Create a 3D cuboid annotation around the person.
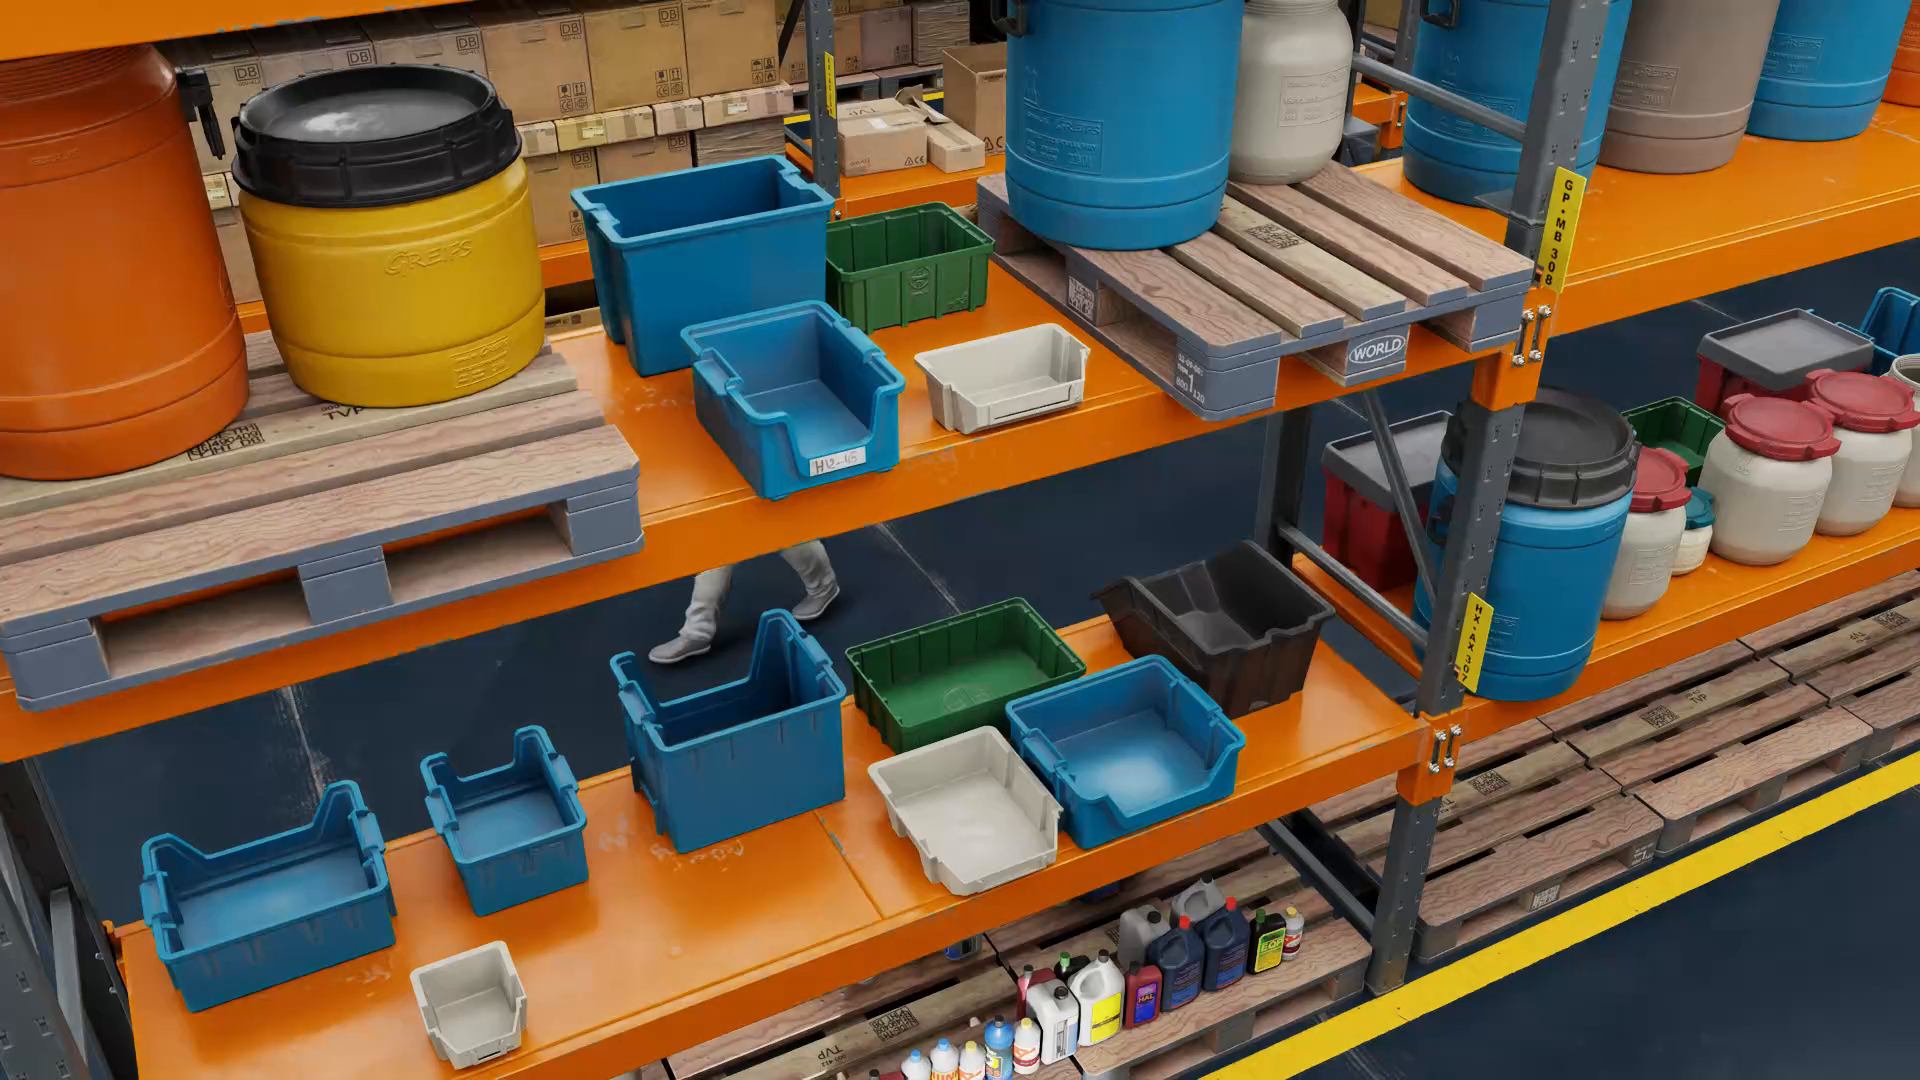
[{"bbox_3d":[-0.974,-0.221,7.459,0.520,1.600,0.983,26,41,34],"label":"person"}]
